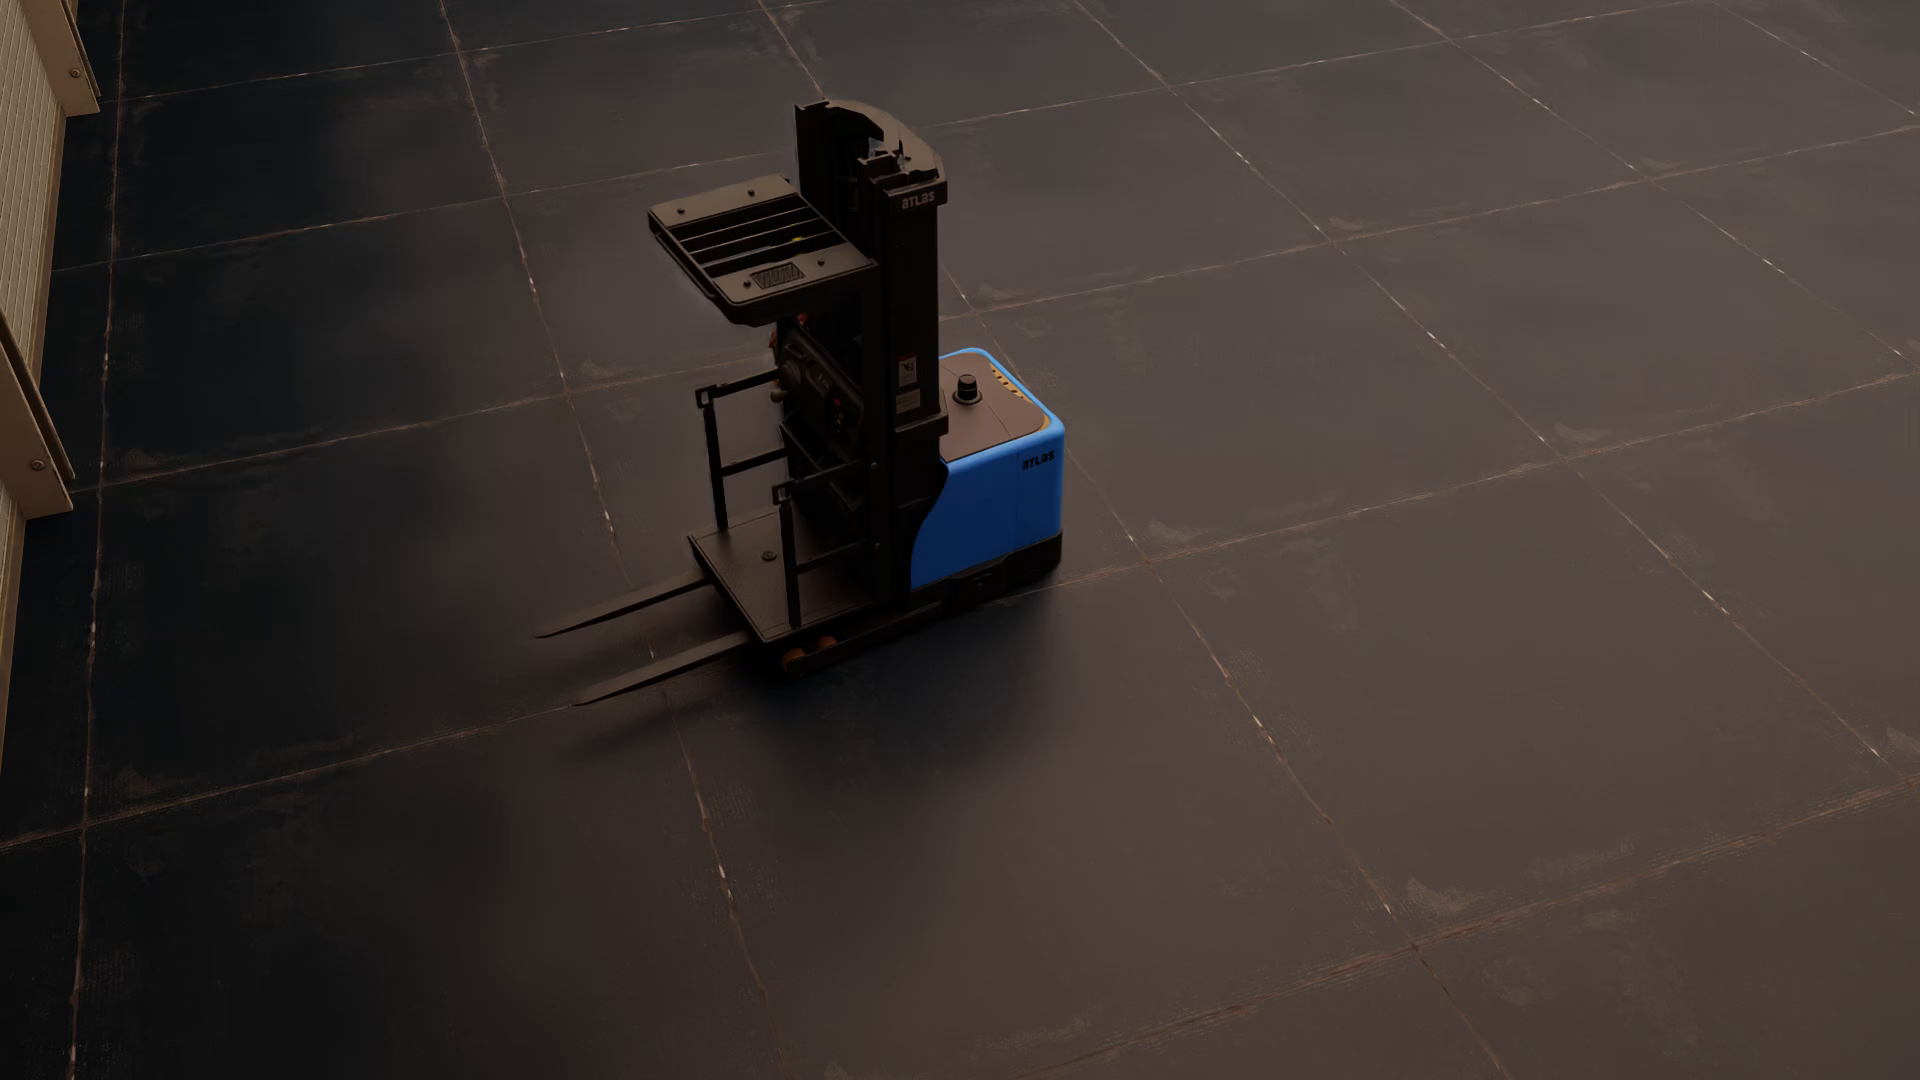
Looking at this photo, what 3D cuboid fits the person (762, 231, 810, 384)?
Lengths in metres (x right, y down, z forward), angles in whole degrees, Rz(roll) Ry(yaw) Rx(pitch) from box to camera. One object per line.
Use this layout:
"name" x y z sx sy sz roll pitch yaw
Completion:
"person" -1.021 -1.429 10.825 0.568 1.721 1.153 -8 41 -9

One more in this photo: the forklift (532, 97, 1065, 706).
"forklift" -0.925 -0.740 8.877 3.031 2.935 1.130 -20 44 -23
